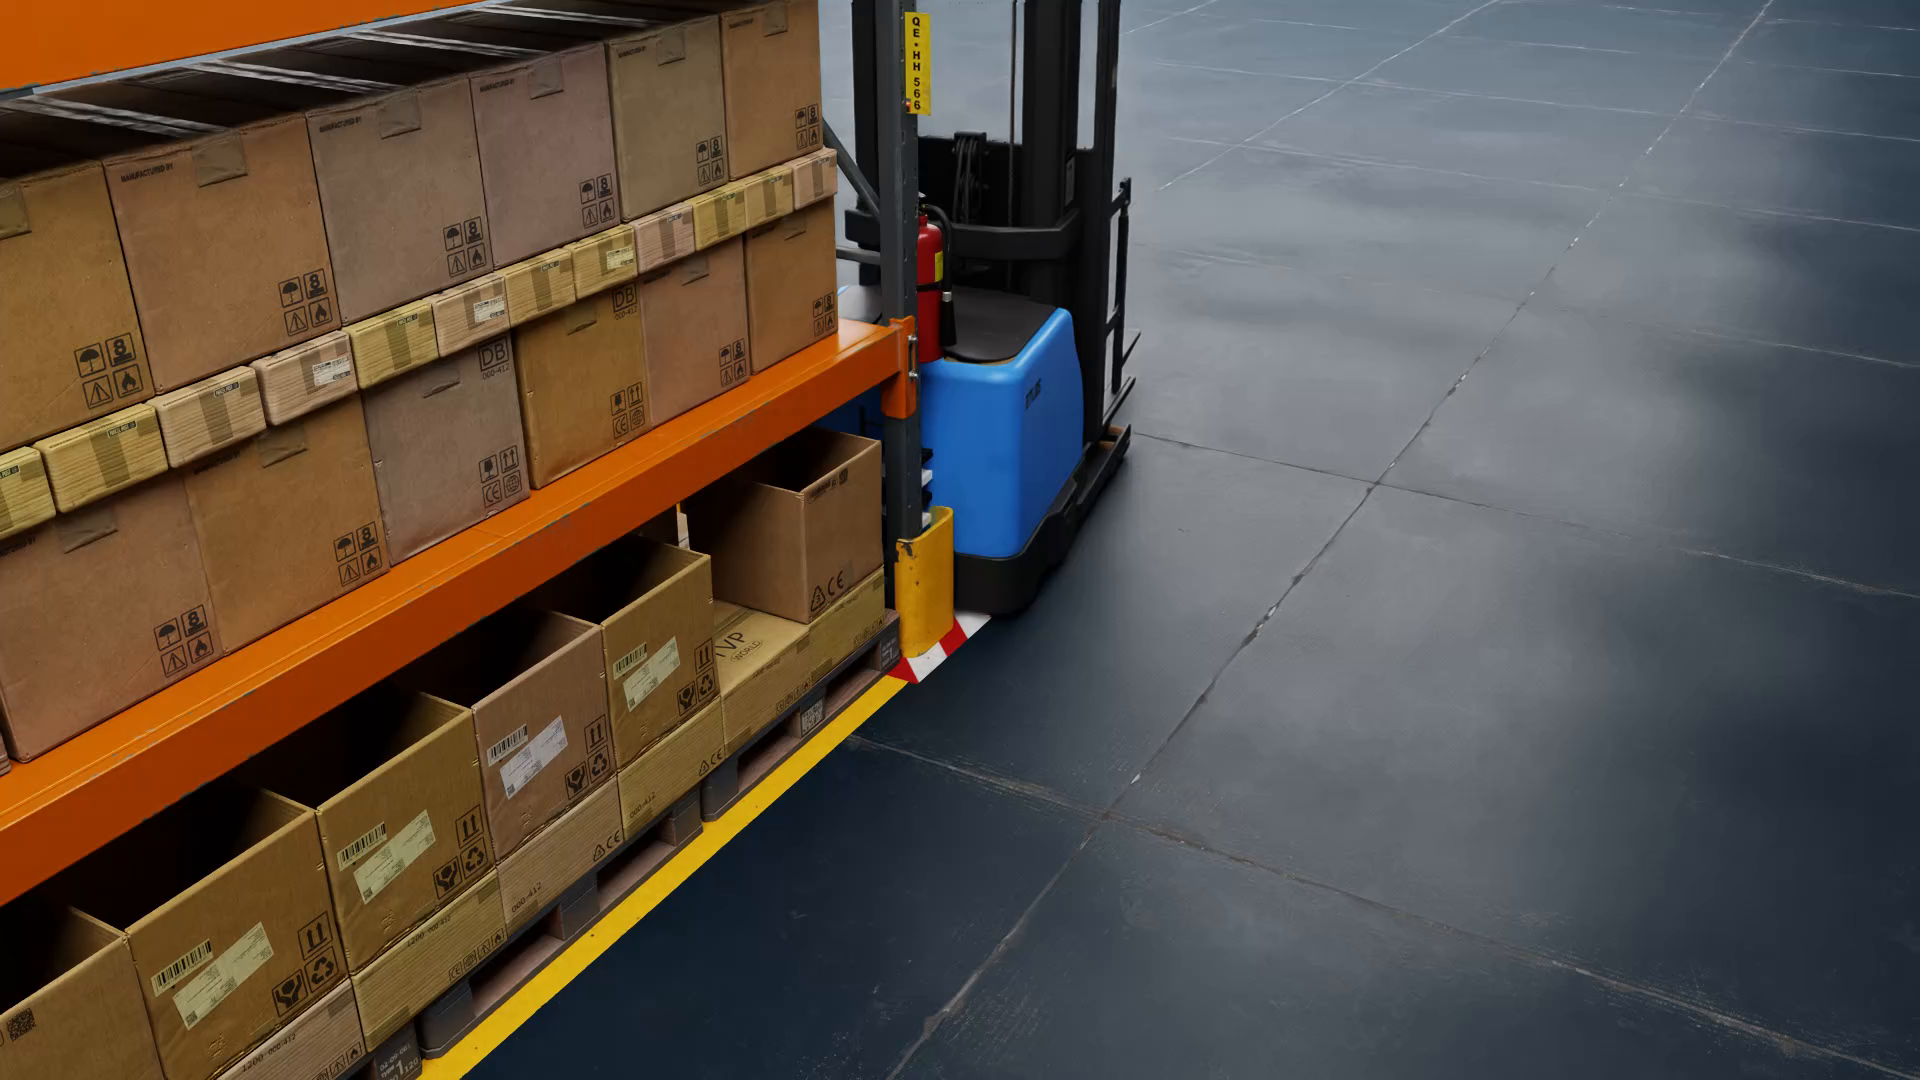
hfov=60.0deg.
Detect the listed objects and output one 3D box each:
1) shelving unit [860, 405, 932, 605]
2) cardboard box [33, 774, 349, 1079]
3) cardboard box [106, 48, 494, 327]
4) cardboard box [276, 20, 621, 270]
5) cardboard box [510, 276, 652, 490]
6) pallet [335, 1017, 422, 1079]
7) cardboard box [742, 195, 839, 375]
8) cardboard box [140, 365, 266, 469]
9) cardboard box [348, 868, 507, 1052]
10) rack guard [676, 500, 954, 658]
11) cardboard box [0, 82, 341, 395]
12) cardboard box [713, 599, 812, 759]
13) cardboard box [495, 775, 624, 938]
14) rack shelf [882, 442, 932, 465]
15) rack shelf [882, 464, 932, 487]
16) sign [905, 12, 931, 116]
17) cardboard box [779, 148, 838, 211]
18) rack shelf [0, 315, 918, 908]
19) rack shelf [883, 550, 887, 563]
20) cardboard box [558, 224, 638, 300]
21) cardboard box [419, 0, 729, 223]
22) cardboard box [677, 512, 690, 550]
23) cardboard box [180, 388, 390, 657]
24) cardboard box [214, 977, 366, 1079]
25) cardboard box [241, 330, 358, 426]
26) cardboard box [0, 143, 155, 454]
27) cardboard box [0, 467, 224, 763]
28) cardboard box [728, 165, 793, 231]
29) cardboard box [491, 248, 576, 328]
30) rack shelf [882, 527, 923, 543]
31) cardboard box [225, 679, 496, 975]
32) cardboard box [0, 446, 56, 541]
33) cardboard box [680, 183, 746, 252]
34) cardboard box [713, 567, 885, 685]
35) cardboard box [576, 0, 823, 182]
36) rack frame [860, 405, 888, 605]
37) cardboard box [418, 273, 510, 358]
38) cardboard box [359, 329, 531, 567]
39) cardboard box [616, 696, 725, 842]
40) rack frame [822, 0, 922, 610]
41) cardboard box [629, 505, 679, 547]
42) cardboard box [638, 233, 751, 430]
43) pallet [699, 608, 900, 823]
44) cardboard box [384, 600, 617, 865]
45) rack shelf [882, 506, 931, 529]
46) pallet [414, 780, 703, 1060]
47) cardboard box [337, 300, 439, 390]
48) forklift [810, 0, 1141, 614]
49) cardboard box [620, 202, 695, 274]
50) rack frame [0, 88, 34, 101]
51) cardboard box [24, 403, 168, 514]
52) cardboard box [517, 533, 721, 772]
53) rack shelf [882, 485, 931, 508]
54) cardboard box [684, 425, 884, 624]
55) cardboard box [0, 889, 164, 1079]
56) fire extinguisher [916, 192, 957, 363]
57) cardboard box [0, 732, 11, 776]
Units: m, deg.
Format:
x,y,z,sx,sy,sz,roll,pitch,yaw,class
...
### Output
x,y,z,sx,sy,sz,roll,pitch,yaw,class
-0.222,-0.125,6.459,0.258,0.900,0.210,14,32,23,shelving unit
-1.834,0.891,3.884,0.500,0.500,0.500,14,30,26,cardboard box
-1.621,-0.893,4.122,0.700,0.500,0.500,14,30,26,cardboard box
-1.375,-1.088,4.512,0.700,0.500,0.500,14,30,26,cardboard box
-1.351,-0.533,4.853,0.700,0.500,0.500,14,30,26,cardboard box
-2.146,1.439,4.139,1.003,0.211,1.213,14,30,26,pallet
-0.847,-0.931,5.648,0.700,0.500,0.500,14,30,26,cardboard box
-1.772,-0.302,3.666,0.380,0.149,0.250,13,29,24,cardboard box
-1.581,1.033,4.437,0.500,0.250,0.500,14,30,26,cardboard box
-0.595,0.043,6.606,1.175,0.500,0.348,14,30,26,rack guard
-1.867,-0.698,3.733,0.700,0.500,0.500,14,30,26,cardboard box
-0.849,0.448,5.607,0.500,0.250,0.500,14,30,26,cardboard box
-1.340,0.837,4.829,0.500,0.250,0.500,14,30,26,cardboard box
-0.221,-0.332,6.344,0.258,0.077,0.200,14,32,23,rack shelf
-0.221,-0.254,6.388,0.258,0.077,0.200,14,32,23,rack shelf
-0.141,-1.565,5.466,0.100,0.325,0.005,14,30,26,sign
-0.628,-1.210,5.479,0.380,0.149,0.250,14,30,25,cardboard box
-1.590,0.035,4.632,1.077,0.370,4.000,14,30,26,rack shelf
-0.222,0.061,6.562,0.258,0.077,0.200,14,32,23,rack shelf
-1.136,-0.808,4.676,0.380,0.149,0.250,15,30,28,cardboard box
-1.127,-1.285,4.904,0.700,0.500,0.500,13,30,25,cardboard box
-1.064,0.136,6.230,0.500,0.250,0.500,14,30,26,cardboard box
-1.857,-0.128,4.042,0.700,0.500,0.500,15,30,27,cardboard box
-1.832,1.227,4.050,0.500,0.250,0.500,14,30,26,cardboard box
-1.643,-0.407,3.875,0.380,0.149,0.250,13,30,25,cardboard box
-2.114,-0.503,3.343,0.700,0.500,0.500,14,30,26,cardboard box
-2.108,0.067,3.653,0.700,0.500,0.500,14,30,26,cardboard box
-0.756,-1.107,5.275,0.380,0.149,0.250,15,30,27,cardboard box
-1.264,-0.705,4.470,0.380,0.149,0.250,15,30,27,cardboard box
-0.222,-0.018,6.519,0.258,0.077,0.200,14,32,23,rack shelf
-1.582,0.698,4.269,0.500,0.500,0.500,14,30,26,cardboard box
-2.024,-0.103,3.268,0.380,0.149,0.250,13,30,25,cardboard box
-0.882,-1.008,5.076,0.380,0.149,0.250,14,30,25,cardboard box
-0.613,0.250,6.002,0.500,0.250,0.500,14,30,26,cardboard box
-0.873,-1.491,5.316,0.700,0.500,0.500,14,30,26,cardboard box
-0.268,-0.082,6.380,0.240,0.900,0.006,14,32,23,rack frame
-1.390,-0.605,4.271,0.380,0.149,0.250,14,30,25,cardboard box
-1.606,-0.327,4.441,0.700,0.500,0.500,15,30,28,cardboard box
-1.093,0.643,5.217,0.500,0.250,0.500,14,30,26,cardboard box
-0.606,-1.066,6.028,1.000,3.000,0.127,14,30,26,rack frame
-1.308,-0.004,5.672,0.500,0.500,0.500,14,30,26,cardboard box
-1.101,-0.726,5.237,0.700,0.500,0.500,15,30,27,cardboard box
-0.946,0.488,6.038,1.003,0.211,1.213,14,30,26,pallet
-1.337,0.503,4.660,0.500,0.500,0.500,14,30,26,cardboard box
-0.222,-0.096,6.475,0.258,0.077,0.200,14,32,23,rack shelf
-1.547,0.962,5.092,1.003,0.211,1.213,14,30,26,pallet
-1.514,-0.508,4.078,0.380,0.149,0.250,14,30,26,cardboard box
0.189,-1.661,7.294,1.130,2.935,3.031,8,28,16,forklift
-1.007,-0.910,4.881,0.380,0.149,0.250,15,30,27,cardboard box
-4.917,-2.158,8.210,1.000,3.000,0.127,14,30,26,rack frame
-1.897,-0.205,3.472,0.380,0.149,0.250,14,30,26,cardboard box
-1.090,0.308,5.048,0.500,0.500,0.500,14,30,26,cardboard box
-0.222,-0.175,6.431,0.258,0.077,0.200,14,32,23,rack shelf
-0.611,-0.085,5.833,0.500,0.500,0.500,14,30,26,cardboard box
-2.073,1.088,3.491,0.500,0.500,0.500,14,30,26,cardboard box
-0.144,-0.975,5.933,0.296,0.674,0.183,14,30,26,fire extinguisher
-2.361,0.274,3.240,0.700,0.500,0.500,13,30,25,cardboard box
